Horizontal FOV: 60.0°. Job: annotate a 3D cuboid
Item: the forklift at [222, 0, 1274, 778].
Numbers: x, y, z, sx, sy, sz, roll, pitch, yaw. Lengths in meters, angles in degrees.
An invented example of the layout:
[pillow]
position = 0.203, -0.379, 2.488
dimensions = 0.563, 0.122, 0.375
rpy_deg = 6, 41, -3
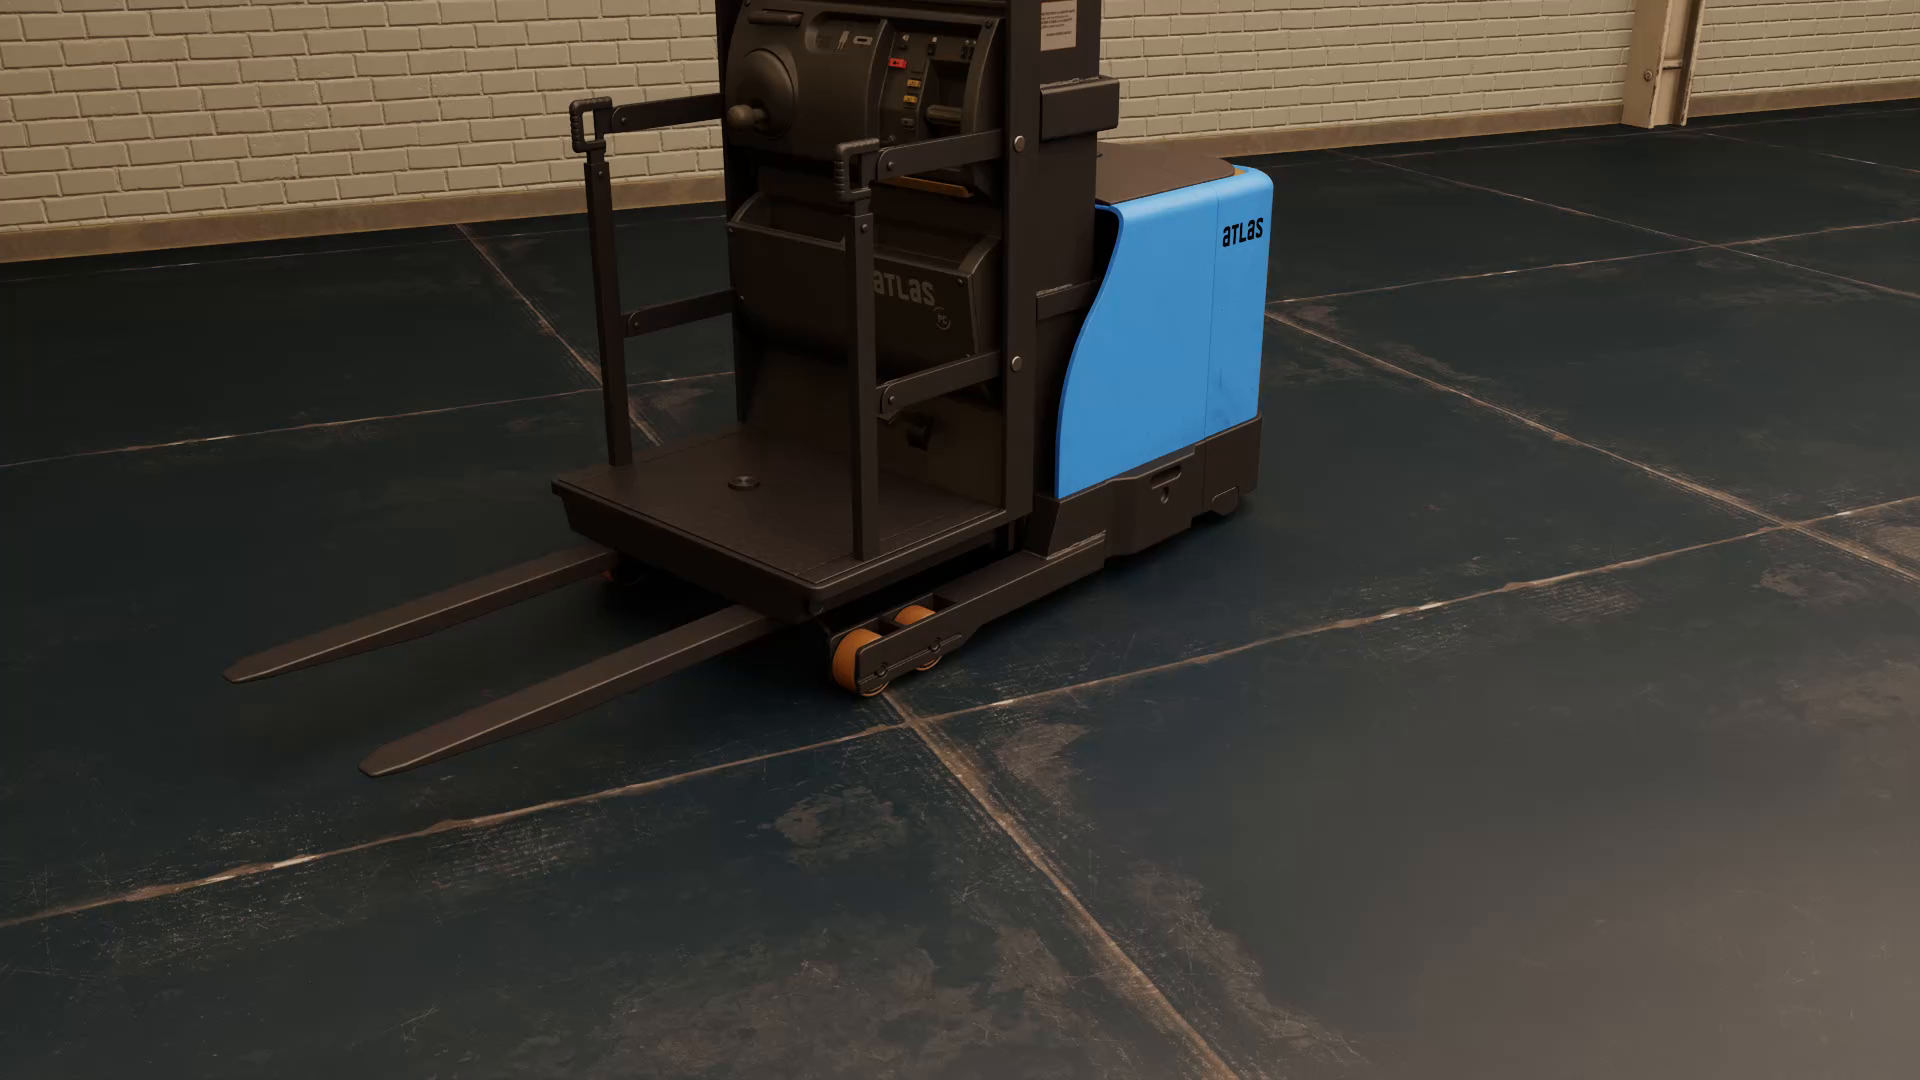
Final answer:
[forklift]
position = -0.413, -1.182, 4.131
dimensions = 1.130, 2.935, 3.031
rpy_deg = 19, 29, 39
